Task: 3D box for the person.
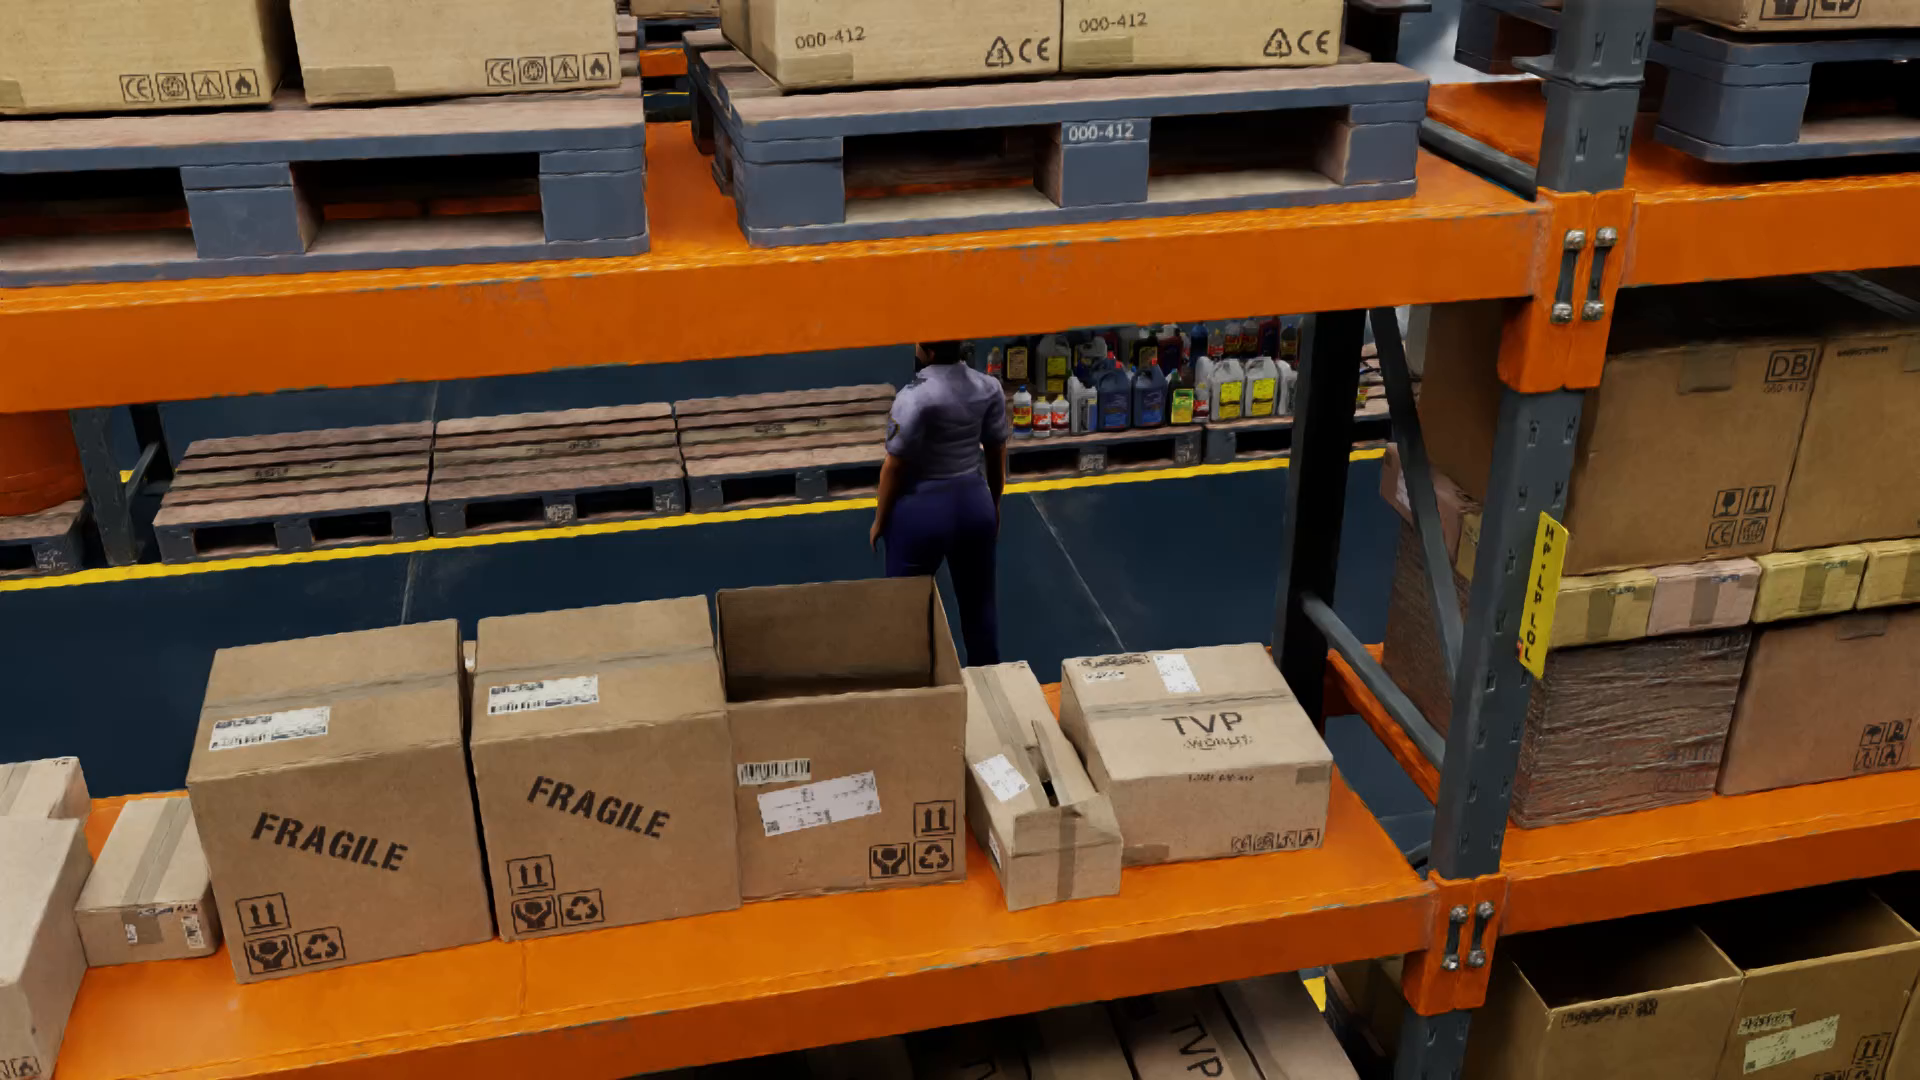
[{"bbox_3d":[-0.078,-0.095,6.268,0.560,1.657,0.452,-15,30,-27],"label":"person"}]
